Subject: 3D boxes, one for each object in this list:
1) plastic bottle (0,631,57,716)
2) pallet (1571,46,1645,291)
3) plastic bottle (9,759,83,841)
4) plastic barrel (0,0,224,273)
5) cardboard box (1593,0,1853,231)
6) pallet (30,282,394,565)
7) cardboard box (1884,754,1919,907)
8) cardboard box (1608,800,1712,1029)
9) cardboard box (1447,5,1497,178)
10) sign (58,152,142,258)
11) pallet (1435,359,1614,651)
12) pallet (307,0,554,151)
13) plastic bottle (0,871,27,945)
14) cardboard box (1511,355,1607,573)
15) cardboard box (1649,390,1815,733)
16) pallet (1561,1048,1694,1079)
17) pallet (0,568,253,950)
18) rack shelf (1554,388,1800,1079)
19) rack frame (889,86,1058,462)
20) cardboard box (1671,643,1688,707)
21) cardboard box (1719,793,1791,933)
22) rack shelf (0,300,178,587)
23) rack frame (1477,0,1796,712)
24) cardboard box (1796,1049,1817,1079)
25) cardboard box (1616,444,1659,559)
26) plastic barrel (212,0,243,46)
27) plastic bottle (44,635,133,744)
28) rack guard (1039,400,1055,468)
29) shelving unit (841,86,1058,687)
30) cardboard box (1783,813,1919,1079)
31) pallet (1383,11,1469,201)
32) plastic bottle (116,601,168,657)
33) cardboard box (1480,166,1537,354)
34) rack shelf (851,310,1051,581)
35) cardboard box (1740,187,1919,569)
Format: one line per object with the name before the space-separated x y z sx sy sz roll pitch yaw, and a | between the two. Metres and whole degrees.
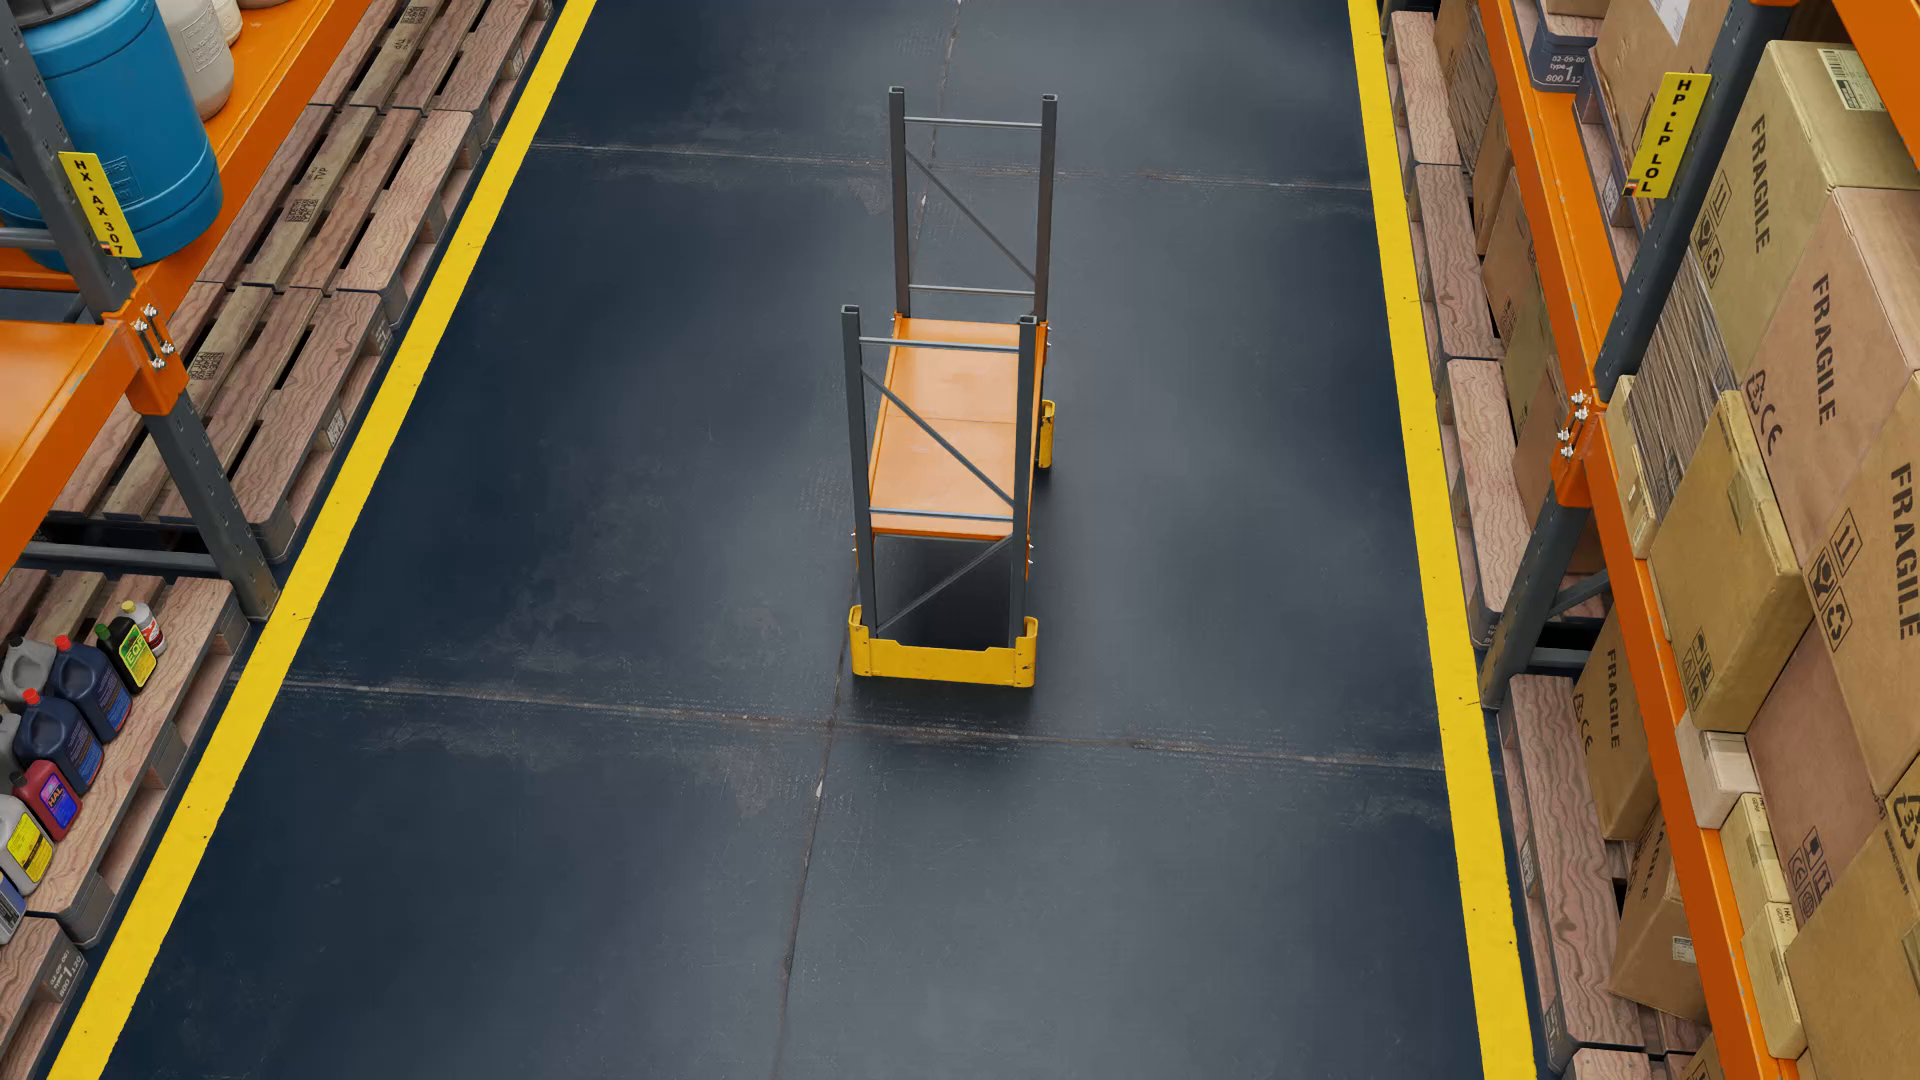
plastic bottle | -2.696 0.409 4.841 0.144 0.351 0.185 4 48 4
pallet | 2.366 -0.974 4.738 1.003 0.211 1.213 4 48 4
plastic bottle | -2.543 0.705 4.615 0.061 0.283 0.133 7 48 6
plastic barrel | -2.444 -1.253 4.523 0.600 0.901 0.708 4 48 4
cardboard box | 2.363 -1.405 4.311 1.000 1.000 1.000 4 48 4
pallet | -2.748 -0.458 6.026 1.003 0.211 1.213 4 48 4
cardboard box | 1.733 0.458 2.351 0.500 0.500 0.500 4 48 4
cardboard box | 2.031 0.928 4.278 0.500 0.500 0.500 18 50 16
cardboard box | 2.437 -1.829 6.786 0.700 0.500 0.500 0 48 0
sign | -2.234 -0.868 4.324 0.100 0.325 0.005 4 48 4
pallet | 2.221 -0.118 5.715 1.003 0.211 1.213 4 48 4
pallet | -2.525 -2.251 7.666 1.003 0.211 1.213 4 48 4
plastic bottle | -2.618 0.941 4.404 0.152 0.276 0.135 5 48 4
cardboard box | 2.229 -0.241 5.334 0.700 0.500 0.500 1 48 1
cardboard box | 1.968 0.071 3.383 0.875 0.500 0.500 4 48 4
pallet | 2.017 1.849 3.916 1.003 0.211 1.213 4 48 4
pallet | -2.883 0.612 5.047 1.003 0.211 1.213 4 48 4
rack shelf | 1.969 1.226 3.084 1.077 0.370 4.000 4 48 4
rack frame | 0.039 -0.817 5.481 0.500 1.500 0.032 4 48 4
cardboard box | 1.788 0.289 3.624 0.380 0.149 0.250 4 48 4
cardboard box | 1.743 0.656 3.288 0.380 0.149 0.250 4 48 4
rack shelf | -2.963 0.893 3.388 1.077 0.370 4.000 4 48 4
rack frame | 2.152 -0.487 4.162 1.000 3.000 0.127 4 48 4
cardboard box | 1.732 1.026 2.949 0.380 0.149 0.250 4 48 4
cardboard box | 1.797 -0.081 3.962 0.380 0.149 0.250 4 48 4
plastic barrel | -2.507 -1.735 5.398 0.301 0.262 0.301 0 48 0
plastic bottle | -2.552 0.418 4.832 0.144 0.351 0.185 3 48 2
rack guard | 0.038 -0.394 5.941 0.587 0.250 0.087 4 48 4
shelving unit | -0.007 -0.450 5.145 0.587 1.500 1.083 4 48 4
cardboard box | 1.936 0.809 2.708 0.875 0.500 0.500 4 48 4
pallet | 2.443 -1.911 7.355 1.003 0.211 1.213 4 48 4
plastic bottle | -2.503 0.264 5.074 0.097 0.201 0.097 0 48 0
cardboard box | 2.342 -1.002 6.029 0.700 0.500 0.500 0 48 0
rack shelf | -0.008 -0.322 5.272 0.538 0.185 1.000 4 48 4
cardboard box | 1.813 -0.277 3.024 0.500 0.500 0.500 4 48 4
